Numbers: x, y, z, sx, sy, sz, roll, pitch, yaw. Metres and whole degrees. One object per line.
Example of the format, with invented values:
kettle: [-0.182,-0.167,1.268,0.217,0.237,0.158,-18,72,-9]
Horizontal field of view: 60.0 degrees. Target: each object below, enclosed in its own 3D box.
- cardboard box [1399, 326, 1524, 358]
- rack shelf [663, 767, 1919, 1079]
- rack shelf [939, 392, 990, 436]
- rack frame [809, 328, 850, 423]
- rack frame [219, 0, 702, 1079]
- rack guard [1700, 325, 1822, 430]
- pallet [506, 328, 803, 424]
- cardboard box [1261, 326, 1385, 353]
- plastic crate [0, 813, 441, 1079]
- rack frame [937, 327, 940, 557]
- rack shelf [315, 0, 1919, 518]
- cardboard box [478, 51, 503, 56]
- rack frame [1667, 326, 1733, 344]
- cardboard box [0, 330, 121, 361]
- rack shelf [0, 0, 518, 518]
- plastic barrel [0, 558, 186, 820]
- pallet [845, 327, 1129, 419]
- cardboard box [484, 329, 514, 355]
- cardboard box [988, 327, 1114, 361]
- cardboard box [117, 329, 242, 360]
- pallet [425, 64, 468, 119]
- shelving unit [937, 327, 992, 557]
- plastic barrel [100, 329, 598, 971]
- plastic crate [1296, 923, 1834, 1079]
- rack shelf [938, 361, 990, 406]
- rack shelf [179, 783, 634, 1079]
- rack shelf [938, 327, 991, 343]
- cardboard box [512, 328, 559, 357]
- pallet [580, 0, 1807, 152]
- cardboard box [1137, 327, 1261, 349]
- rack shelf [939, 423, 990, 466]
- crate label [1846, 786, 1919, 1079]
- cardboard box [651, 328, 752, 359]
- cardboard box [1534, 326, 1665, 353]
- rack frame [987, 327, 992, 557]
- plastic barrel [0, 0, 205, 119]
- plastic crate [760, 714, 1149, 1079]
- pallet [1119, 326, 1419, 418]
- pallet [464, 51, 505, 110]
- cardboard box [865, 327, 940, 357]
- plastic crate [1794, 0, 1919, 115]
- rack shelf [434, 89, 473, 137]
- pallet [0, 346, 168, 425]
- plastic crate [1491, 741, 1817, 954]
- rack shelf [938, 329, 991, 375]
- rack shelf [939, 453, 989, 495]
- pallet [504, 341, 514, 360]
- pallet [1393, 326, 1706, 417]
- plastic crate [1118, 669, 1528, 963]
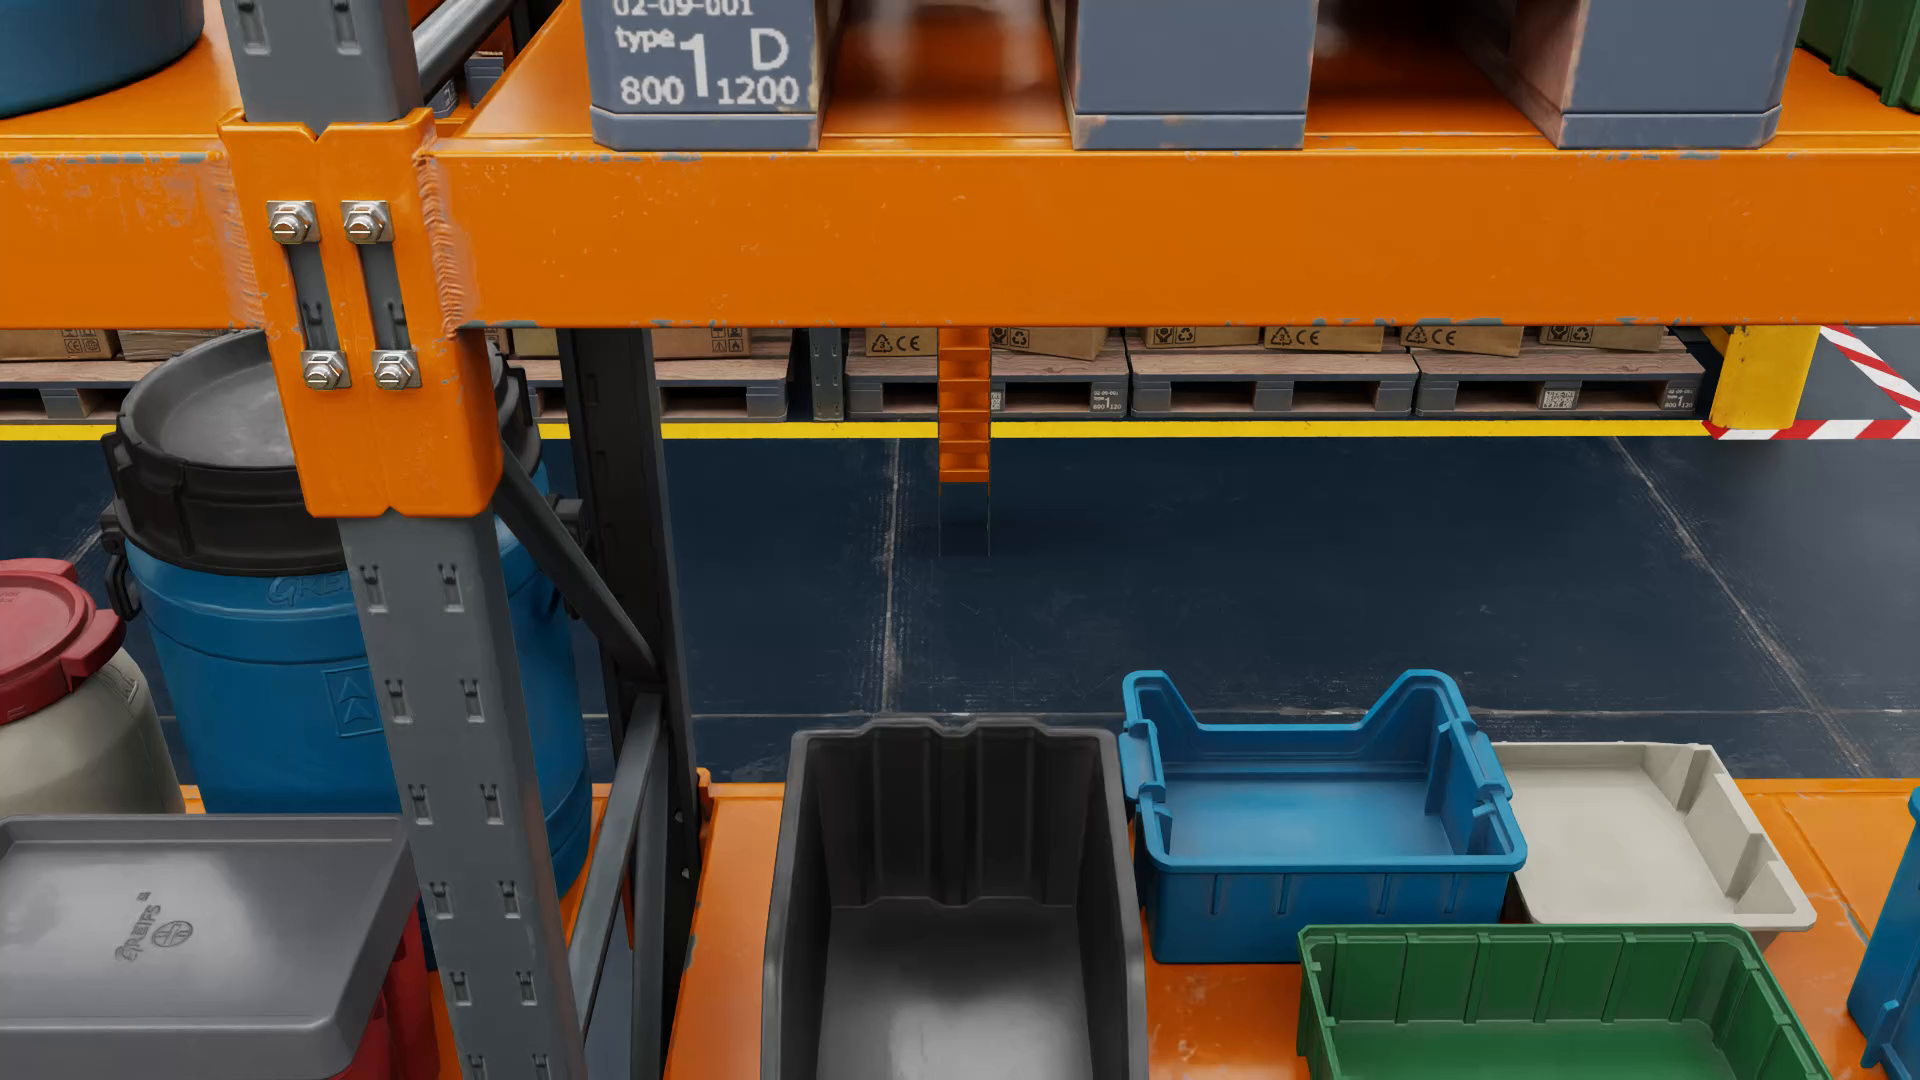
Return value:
cardboard box: [2.215,-1.150,7.259,0.500,0.500,0.500,8,32,13]
rack shelf: [1.467,0.831,2.682,4.000,0.370,1.077,0,31,0]
rack shelf: [0.014,-0.475,5.962,0.180,0.103,0.258,0,31,0]
rack frame: [-0.563,-2.040,6.720,0.127,3.000,1.000,0,31,0]
rack frame: [-0.533,0.528,2.488,0.053,2.616,0.949,0,31,0]
rack guard: [3.361,-0.983,7.389,0.348,0.500,1.175,0,31,0]
pallet: [-1.341,-0.844,7.438,1.213,0.211,1.003,0,31,0]
cardboard box: [1.589,-1.158,7.272,0.500,0.500,0.500,3,31,4]
plastic crate: [-1.015,0.662,2.205,0.583,0.464,0.402,0,31,0]
rack frame: [-0.077,-0.513,5.938,0.006,1.200,0.240,0,31,0]
rack shelf: [1.467,-0.452,1.904,4.000,0.370,1.077,0,31,0]
cardboard box: [-1.358,-2.546,6.571,1.000,1.000,1.000,0,31,0]
rack frame: [3.437,-2.052,6.741,0.127,3.000,1.000,0,31,0]
cardboard box: [-3.893,-1.159,7.254,0.500,0.500,0.700,-2,31,-3]
rack shelf: [-2.533,-0.439,1.884,4.000,0.370,1.077,0,31,0]
plastic barrel: [-1.491,0.361,2.633,0.433,0.535,0.433,0,31,0]
pallet: [0.109,-0.868,7.477,1.213,0.211,1.003,0,31,0]
cardboard box: [-2.213,-1.175,7.280,0.500,0.500,0.700,-3,31,-5]
cardboard box: [0.410,-1.137,7.237,0.500,0.500,0.500,10,33,15]
cardboard box: [-3.338,-1.167,7.268,0.500,0.500,0.700,-3,31,-4]
pallet: [-2.583,-1.973,6.794,1.213,0.211,1.003,0,31,0]
shelving unit: [0.014,-0.513,5.939,0.189,1.200,0.258,0,31,0]
plastic barrel: [-0.921,0.159,2.613,0.708,0.901,0.600,0,31,0]
plastic crate: [0.826,0.762,2.306,0.662,0.188,0.450,0,31,0]
rack shelf: [0.014,-0.578,5.900,0.180,0.103,0.258,0,31,0]
rack shelf: [-2.533,0.843,2.662,4.000,0.370,1.077,0,31,0]
rack shelf: [0.014,-0.783,5.775,0.180,0.103,0.258,0,31,0]
cardboard box: [-1.654,-1.177,7.283,0.500,0.500,0.700,0,31,-1]
pallet: [0.188,-0.725,1.844,1.003,0.211,1.213,0,31,0]
cardboard box: [1.031,-1.179,7.307,0.500,0.500,0.500,-3,31,-5]
rack shelf: [0.014,-0.372,6.024,0.180,0.103,0.258,0,31,0]
crate label: [1.628,0.648,2.256,0.616,0.435,0.502,0,31,0]
cardboard box: [-1.177,-1.168,7.270,0.500,0.500,0.700,-2,31,-4]
cardboard box: [2.813,-1.170,7.291,0.500,0.500,0.500,5,32,9]
rack frame: [0.106,-0.513,5.939,0.006,1.200,0.240,0,31,0]
plastic barrel: [-1.040,-0.853,1.389,0.708,0.901,0.600,0,31,0]
plastic crate: [-0.008,0.620,2.396,0.504,0.338,0.767,0,31,0]
pallet: [1.332,-0.873,7.486,1.213,0.211,1.003,0,31,0]
pallet: [-1.328,-2.031,6.890,1.213,0.211,1.003,0,31,0]
cardboard box: [-0.162,-1.131,7.227,0.500,0.500,0.500,-1,31,-2]
plastic crate: [1.047,-0.526,1.538,0.450,0.188,0.336,0,31,0]
rack shelf: [-2.563,-1.726,6.896,4.000,0.370,1.077,0,31,0]
pallet: [-3.781,-0.837,7.425,1.213,0.211,1.003,0,31,0]
plastic crate: [1.090,0.506,2.779,0.437,0.136,0.530,0,31,0]
rack shelf: [0.014,-0.680,5.837,0.180,0.103,0.258,0,31,0]
rack shelf: [0.014,-0.270,6.086,0.180,0.103,0.258,0,31,0]
pallet: [-2.564,-0.839,7.429,1.213,0.211,1.003,0,31,0]
pallet: [2.549,-0.876,7.490,1.213,0.211,1.003,0,31,0]
plastic crate: [0.572,0.449,2.762,0.616,0.251,0.499,0,31,0]
